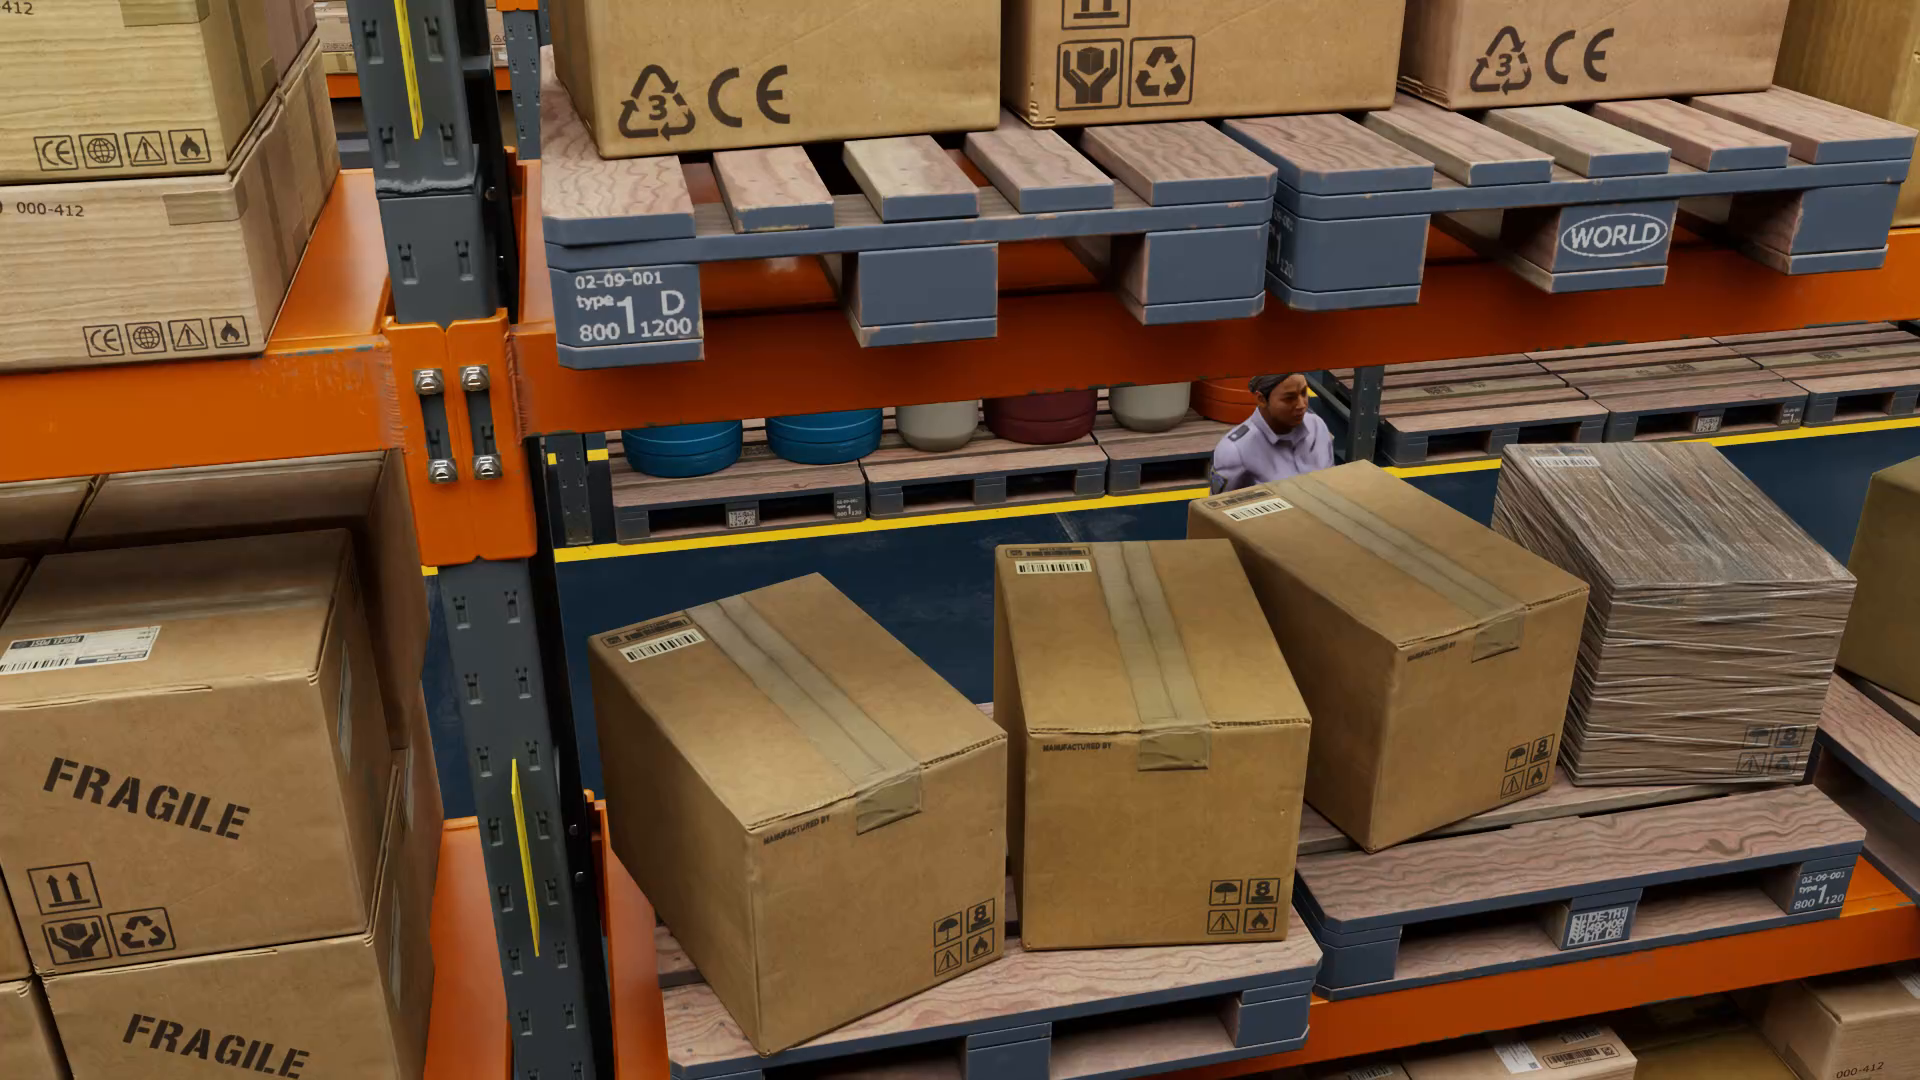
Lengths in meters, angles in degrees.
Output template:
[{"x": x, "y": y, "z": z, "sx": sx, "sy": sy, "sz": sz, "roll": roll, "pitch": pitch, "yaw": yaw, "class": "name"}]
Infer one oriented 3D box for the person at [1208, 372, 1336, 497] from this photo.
[{"x": 1.083, "y": 0.109, "z": 5.887, "sx": 0.529, "sy": 1.659, "sz": 0.433, "roll": -12, "pitch": 29, "yaw": -23, "class": "person"}]
